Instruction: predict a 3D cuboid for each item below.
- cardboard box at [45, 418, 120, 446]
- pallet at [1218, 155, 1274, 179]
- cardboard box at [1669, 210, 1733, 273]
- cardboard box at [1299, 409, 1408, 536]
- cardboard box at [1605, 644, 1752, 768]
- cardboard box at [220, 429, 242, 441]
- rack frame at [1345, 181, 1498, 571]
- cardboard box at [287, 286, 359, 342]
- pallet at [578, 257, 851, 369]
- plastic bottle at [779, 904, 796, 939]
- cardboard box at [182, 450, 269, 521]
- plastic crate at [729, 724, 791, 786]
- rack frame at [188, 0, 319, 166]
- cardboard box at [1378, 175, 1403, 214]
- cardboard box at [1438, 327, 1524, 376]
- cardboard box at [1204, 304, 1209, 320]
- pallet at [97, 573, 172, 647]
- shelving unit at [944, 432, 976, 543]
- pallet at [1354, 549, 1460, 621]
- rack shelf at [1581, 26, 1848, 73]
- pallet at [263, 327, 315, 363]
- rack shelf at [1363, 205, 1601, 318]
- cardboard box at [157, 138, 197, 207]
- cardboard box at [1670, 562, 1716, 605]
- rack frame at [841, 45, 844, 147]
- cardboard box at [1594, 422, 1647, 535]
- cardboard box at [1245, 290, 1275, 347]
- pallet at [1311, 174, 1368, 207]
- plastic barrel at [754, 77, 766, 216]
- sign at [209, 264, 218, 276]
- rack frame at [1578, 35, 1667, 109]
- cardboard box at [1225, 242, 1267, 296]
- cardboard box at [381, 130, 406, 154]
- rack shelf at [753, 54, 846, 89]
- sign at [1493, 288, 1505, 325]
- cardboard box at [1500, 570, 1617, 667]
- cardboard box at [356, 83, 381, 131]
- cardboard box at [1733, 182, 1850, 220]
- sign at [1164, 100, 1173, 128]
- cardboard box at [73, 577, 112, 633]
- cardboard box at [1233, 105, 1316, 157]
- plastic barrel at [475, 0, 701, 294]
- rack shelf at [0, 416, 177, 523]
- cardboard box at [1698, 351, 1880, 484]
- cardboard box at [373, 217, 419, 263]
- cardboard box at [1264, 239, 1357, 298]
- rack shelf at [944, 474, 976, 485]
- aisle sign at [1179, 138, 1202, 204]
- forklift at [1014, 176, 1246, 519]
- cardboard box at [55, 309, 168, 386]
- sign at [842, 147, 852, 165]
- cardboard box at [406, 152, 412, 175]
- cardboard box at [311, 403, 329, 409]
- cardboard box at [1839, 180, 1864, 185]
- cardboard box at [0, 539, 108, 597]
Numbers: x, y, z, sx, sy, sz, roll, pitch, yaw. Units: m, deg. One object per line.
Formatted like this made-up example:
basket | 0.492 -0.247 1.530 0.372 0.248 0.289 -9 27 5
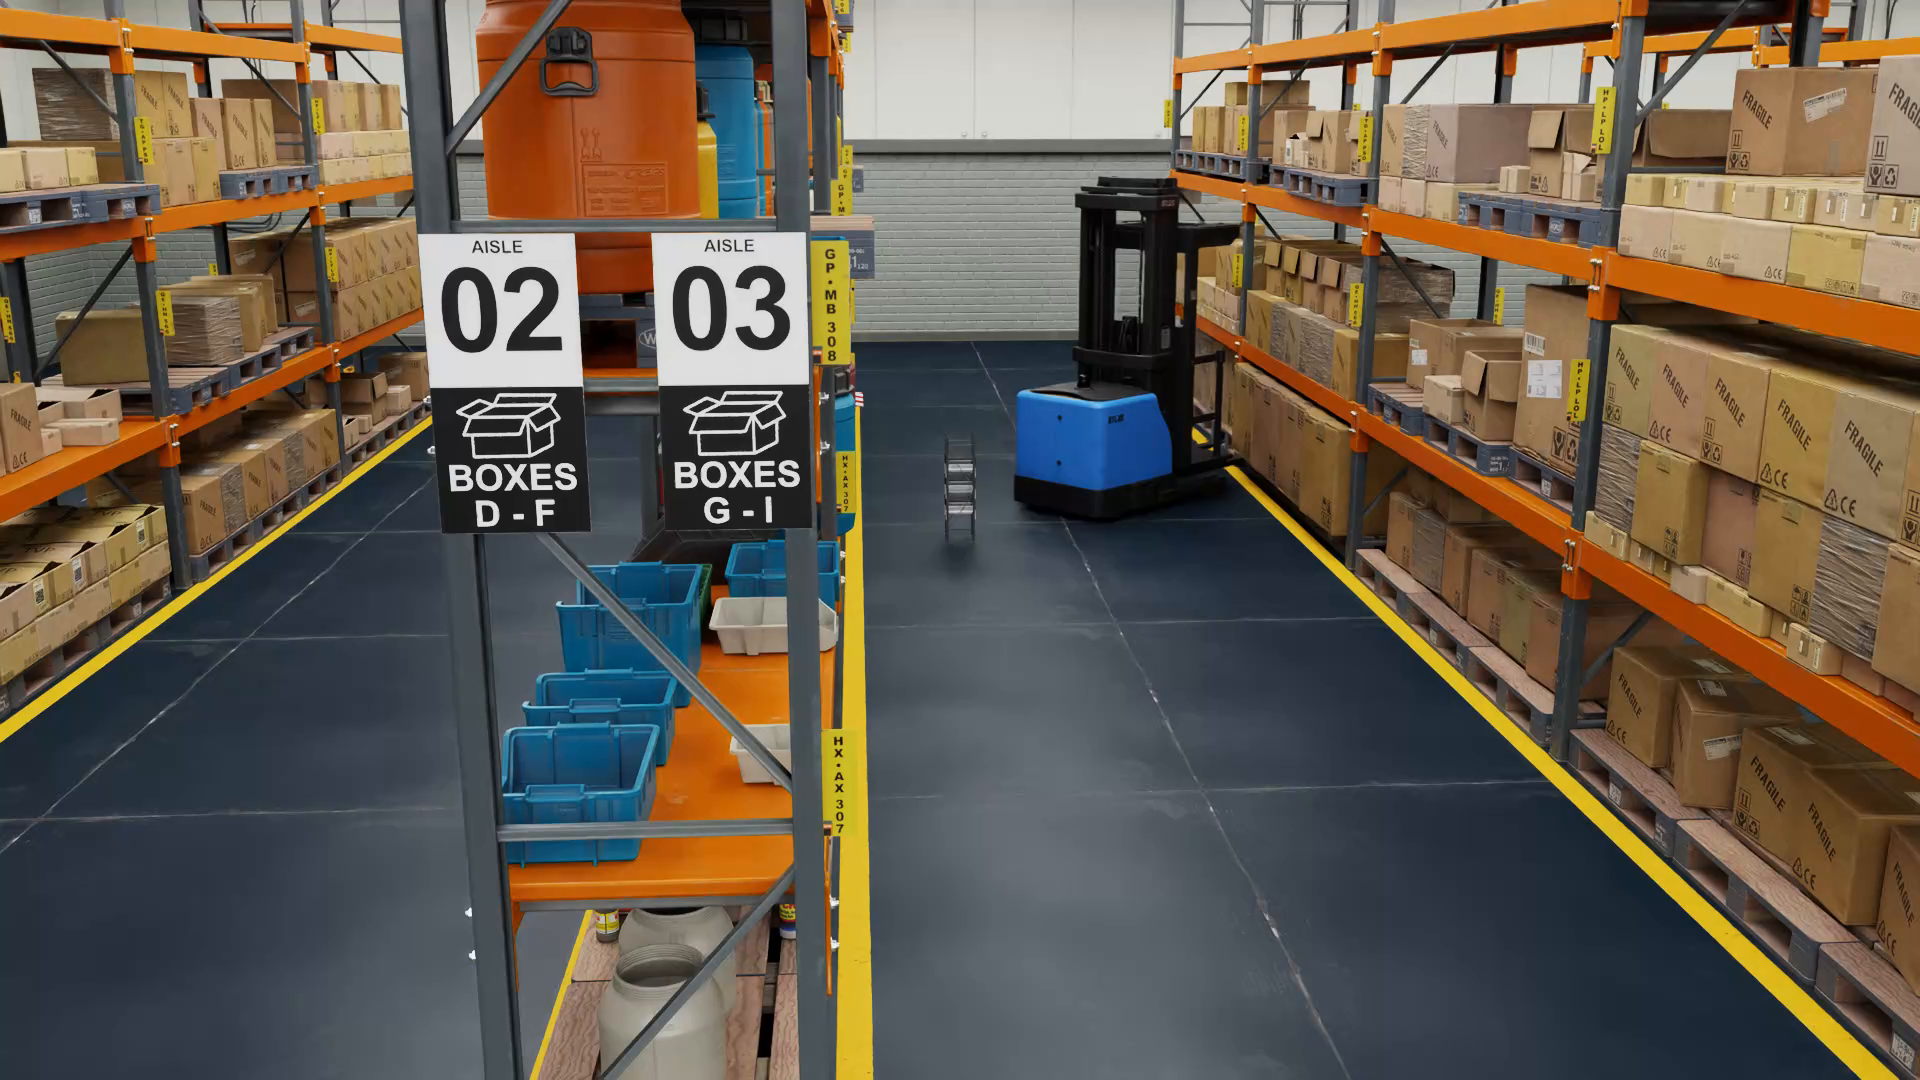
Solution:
cardboard box | -6.001 -0.737 11.375 0.380 0.149 0.250 -1 14 -3
pallet | 3.267 -3.838 17.082 1.003 0.211 1.213 -1 14 -3
cardboard box | 3.613 -1.368 7.604 0.500 0.250 0.500 -1 14 -4
cardboard box | 3.533 -0.576 13.668 1.225 0.875 0.875 -2 15 -6
cardboard box | 3.788 0.872 8.791 0.500 0.500 0.500 -1 14 -5
cardboard box | -6.726 -0.694 14.839 0.500 0.500 0.500 -1 14 -3
rack frame | 3.555 -1.230 12.787 1.000 3.000 0.127 -1 14 -3
cardboard box | -6.340 -2.252 16.560 0.500 0.500 0.500 -1 14 -2
pallet | -0.846 -0.732 5.213 1.003 0.211 1.213 -1 14 -3
plastic bottle | -0.694 1.489 6.814 0.097 0.271 0.097 0 14 0
cardboard box | -6.139 -0.453 13.901 0.500 0.500 0.500 -1 14 -4
plastic crate | -0.627 0.736 5.675 0.298 0.136 0.250 -1 14 -3
rack frame | -6.580 -4.978 15.315 1.000 3.000 0.127 -1 14 -3
cardboard box | 3.330 -2.489 11.963 0.500 0.250 0.500 -1 14 -2
cardboard box | 3.763 -1.211 11.669 0.700 0.500 0.500 1 14 5
cardboard box | 2.882 -2.494 18.202 0.380 0.149 0.250 -1 14 -4
pallet | -6.320 0.478 11.746 1.003 0.211 1.213 -1 14 -3
shelving unit | 0.000 -0.438 13.922 0.258 0.900 0.210 -1 14 -3
pallet | 3.602 0.315 12.379 1.003 0.211 1.213 -1 14 -3
rack shelf | 8.140 -5.329 18.129 1.077 0.370 4.000 -1 14 -3
pallet | -6.639 -1.779 15.308 1.003 0.211 1.213 -1 14 -3
rack shelf | 3.679 -1.837 10.570 1.077 0.370 4.000 -1 14 -3
cardboard box | -6.424 -2.814 12.723 0.910 0.500 0.500 -1 14 -3
cardboard box | 3.561 0.193 7.759 0.380 0.149 0.250 -1 14 -3
rack frame | -1.884 -6.049 19.475 1.000 3.000 0.127 -1 14 -3
cardboard box | 3.769 -0.315 8.433 0.875 0.500 0.500 -1 14 -3
cardboard box | 3.087 -2.155 16.182 0.500 0.500 0.500 -1 14 -3
pallet | 3.463 -2.751 13.056 1.213 0.211 1.003 0 14 -1
plastic barrel | -1.469 -2.303 9.930 0.600 0.901 0.708 -1 14 -3
sign | -7.121 -2.482 15.915 0.100 0.325 0.005 -1 14 -3
rack frame | 8.016 -6.176 19.973 1.000 3.000 0.127 -1 14 -3
cardboard box | 3.012 -2.770 16.970 0.500 0.500 0.500 0 14 -2
cardboard box | -6.510 -4.442 18.547 0.500 0.250 0.500 -1 14 -3
rack shelf | -1.760 -5.009 17.682 1.077 0.370 4.000 -1 14 -3
sign | 4.096 -1.763 12.695 0.100 0.325 0.005 -1 14 -3
cardboard box | 3.776 0.490 10.235 0.700 0.500 0.500 -1 14 -4
cardboard box | -6.695 -4.677 17.958 0.700 0.500 0.500 -1 14 -3
cardboard box | 3.584 -1.462 7.170 0.380 0.149 0.250 -1 14 -4
sign | 2.505 -5.127 20.000 0.100 0.325 0.005 -1 14 -3
cardboard box | -5.992 0.431 11.009 0.500 0.250 0.500 -1 14 -2
cardboard box | 3.199 -4.171 16.956 0.700 0.500 0.500 -2 15 -7
plastic barrel | -1.049 -1.147 4.740 0.600 0.830 0.708 -1 14 -3
rack shelf | -6.208 -0.232 10.353 1.077 0.370 4.000 -1 14 -3
cardboard box | 3.640 -0.547 7.330 0.500 0.500 0.500 -1 14 -3
cardboard box | -6.526 -3.494 19.379 0.500 0.500 0.500 -1 14 -4
cardboard box | 3.355 -2.600 15.899 0.797 0.503 0.637 -1 14 -5
rack shelf | 0.000 -0.493 13.908 0.258 0.077 0.200 -1 14 -3
aisle sign | 2.756 -4.492 20.248 0.394 0.787 0.004 -1 14 -3
forklift | 1.874 -1.898 15.520 1.130 2.935 3.031 13 20 42
cardboard box | -6.484 -1.485 12.734 0.700 0.500 0.500 -6 16 -22
sign | -1.087 -3.613 16.013 0.100 0.325 0.005 -1 14 -3
cardboard box | -6.533 -4.324 19.094 0.500 0.250 0.500 -1 14 -3
cardboard box | -6.945 -1.308 17.602 0.500 0.311 0.500 -1 14 -3
cardboard box | 4.182 -1.535 7.453 0.380 0.149 0.250 -1 14 -5
cardboard box | -5.987 0.160 10.935 0.500 0.311 0.500 -1 14 -4
